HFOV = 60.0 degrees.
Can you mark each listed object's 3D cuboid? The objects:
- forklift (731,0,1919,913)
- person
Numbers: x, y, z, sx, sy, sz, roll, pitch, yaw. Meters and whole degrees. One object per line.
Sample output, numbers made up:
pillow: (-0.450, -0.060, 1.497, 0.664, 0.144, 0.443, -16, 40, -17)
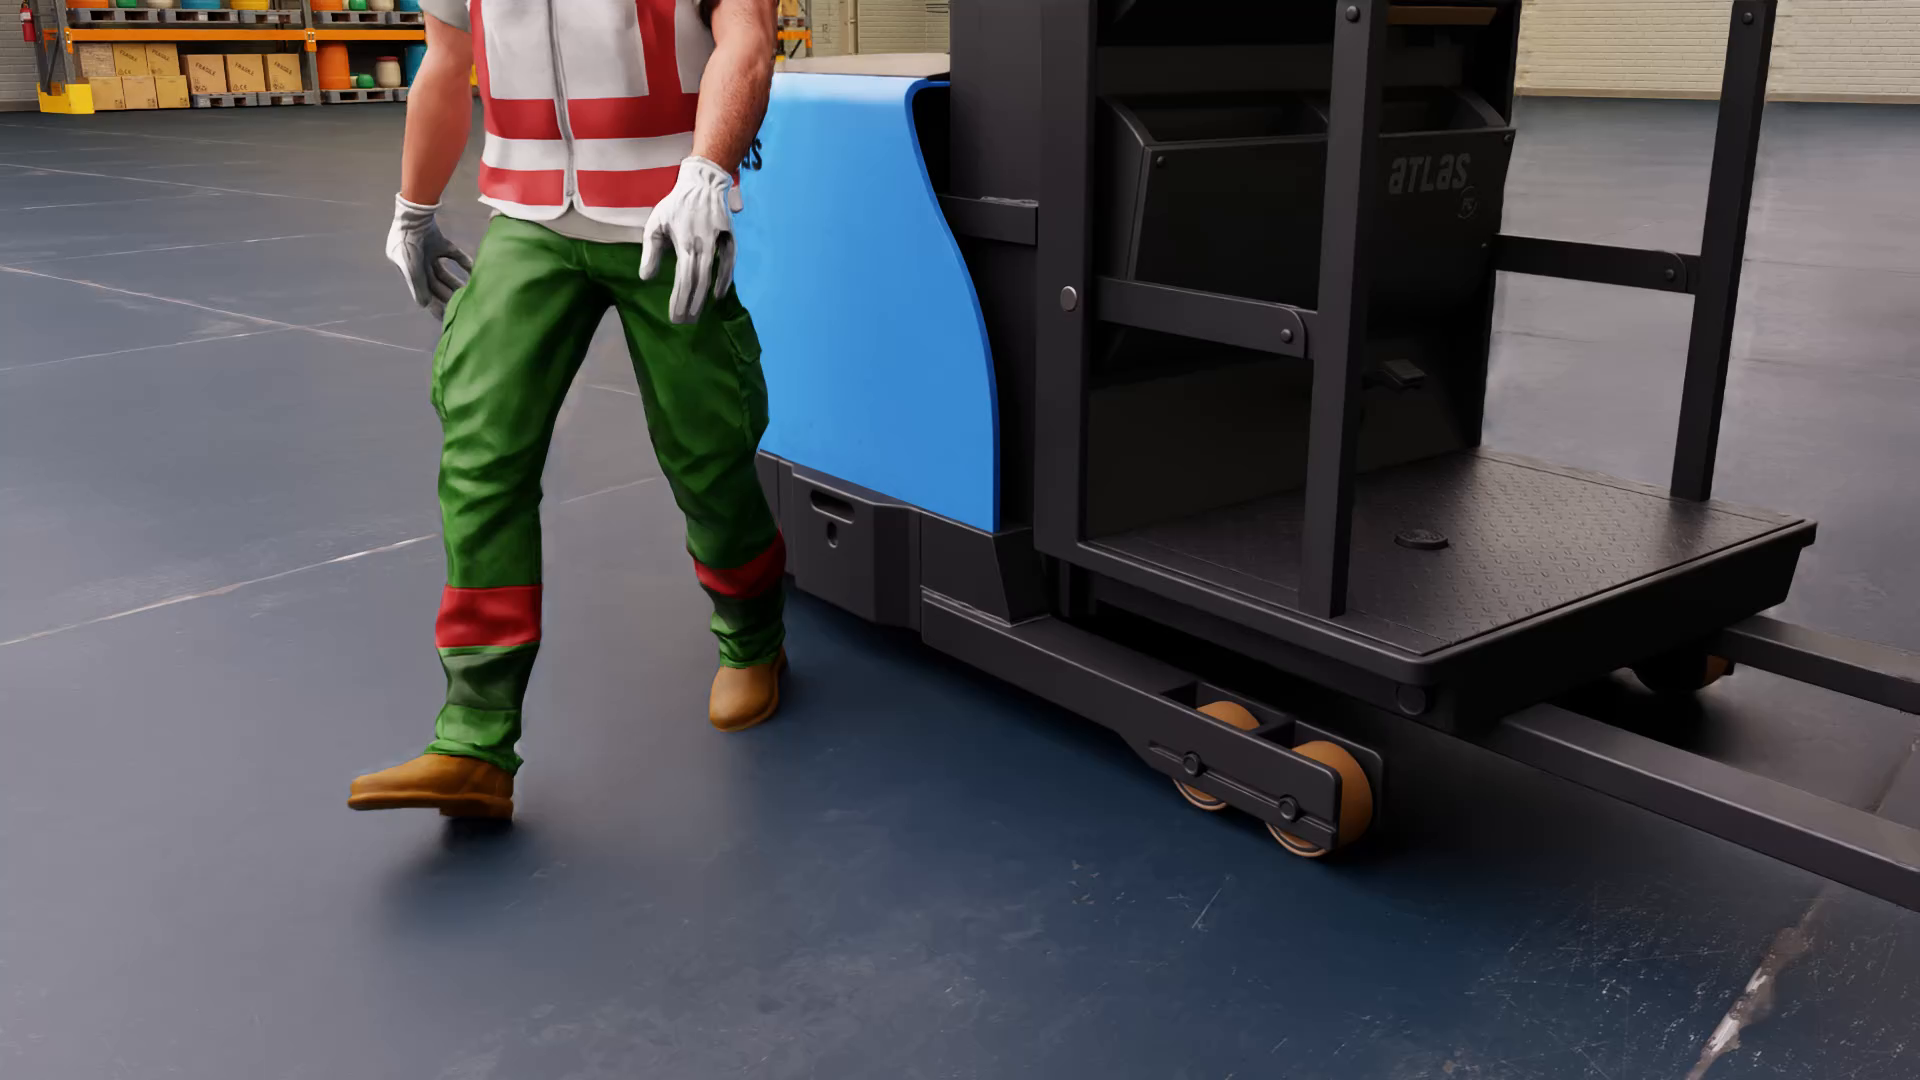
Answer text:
forklift: (0.739, -1.104, 2.532, 1.130, 2.935, 3.031, -13, 21, -36)
person: (-0.606, -0.449, 2.491, 0.712, 1.743, 0.902, 3, 17, 9)
